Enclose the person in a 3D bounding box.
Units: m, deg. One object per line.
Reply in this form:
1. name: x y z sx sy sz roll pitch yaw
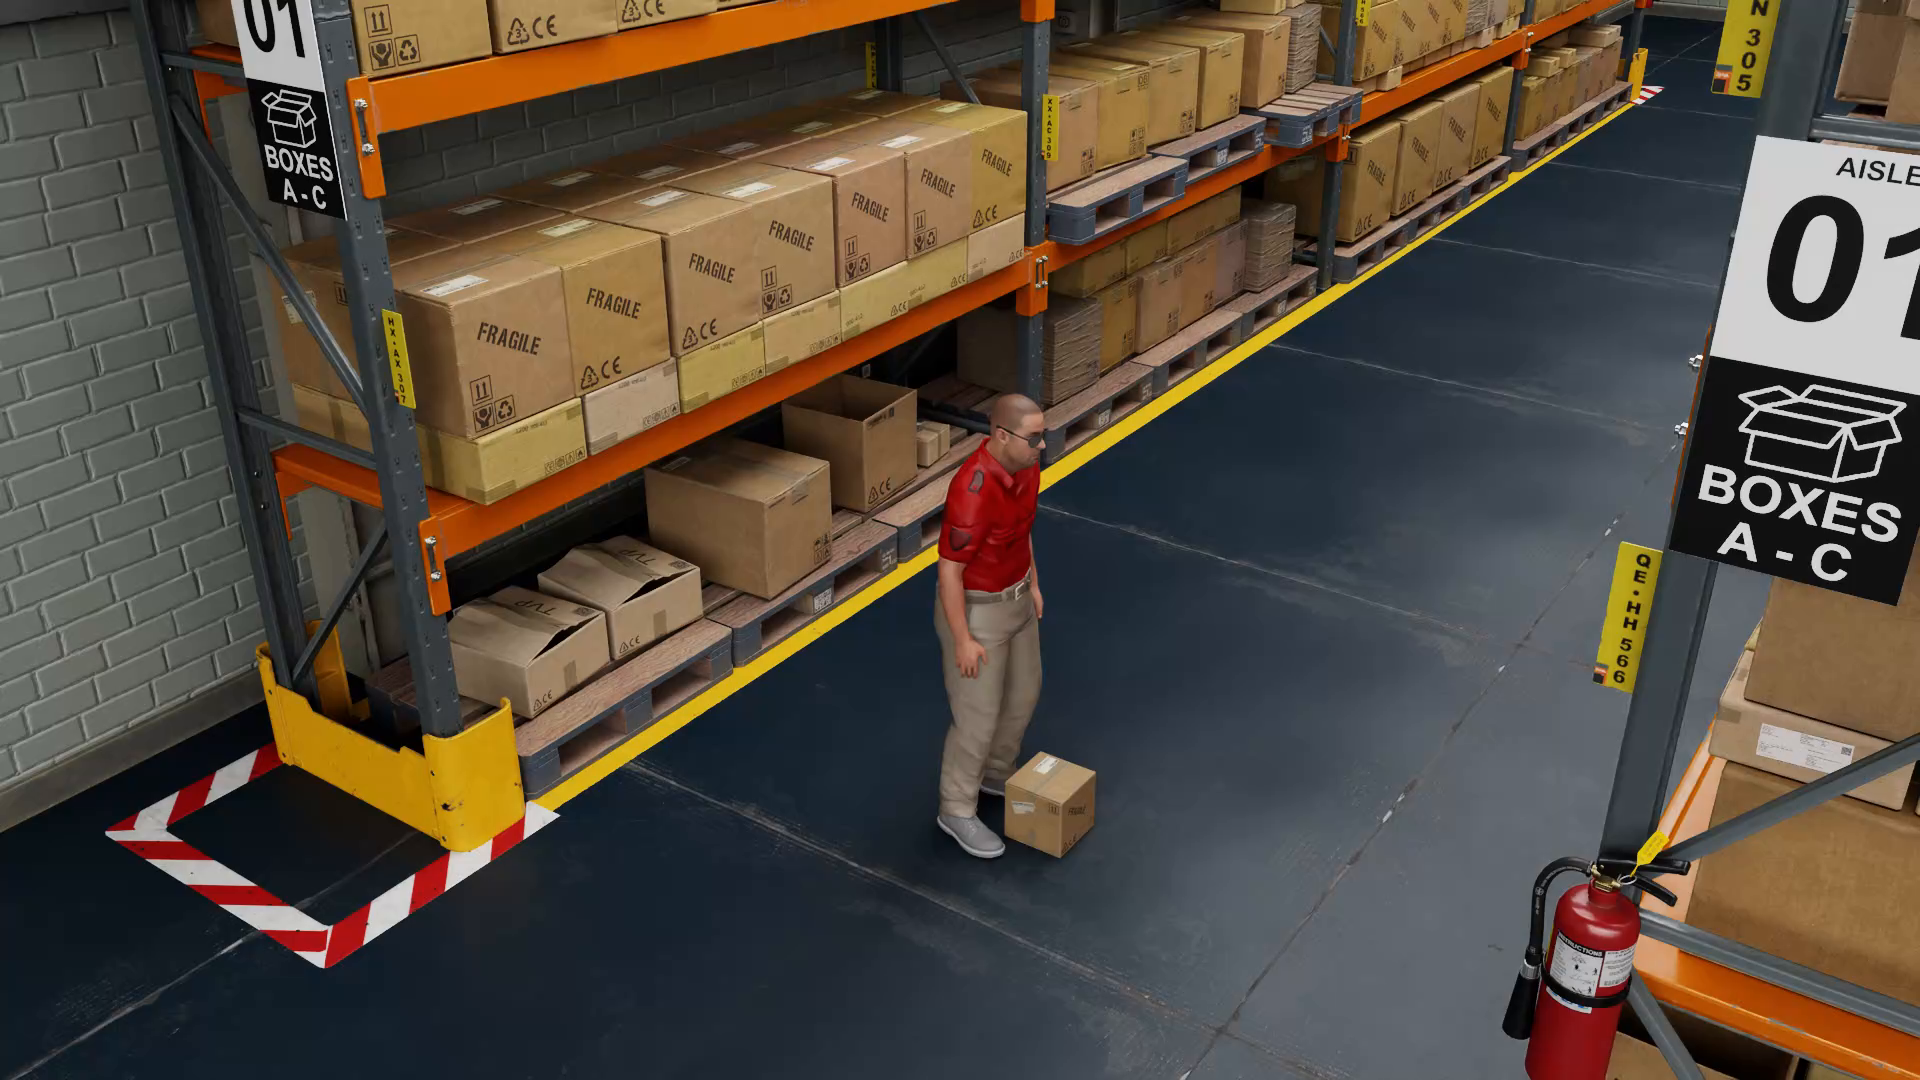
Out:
1. person: 0.128 0.275 6.088 0.393 1.726 0.601 15 30 27
